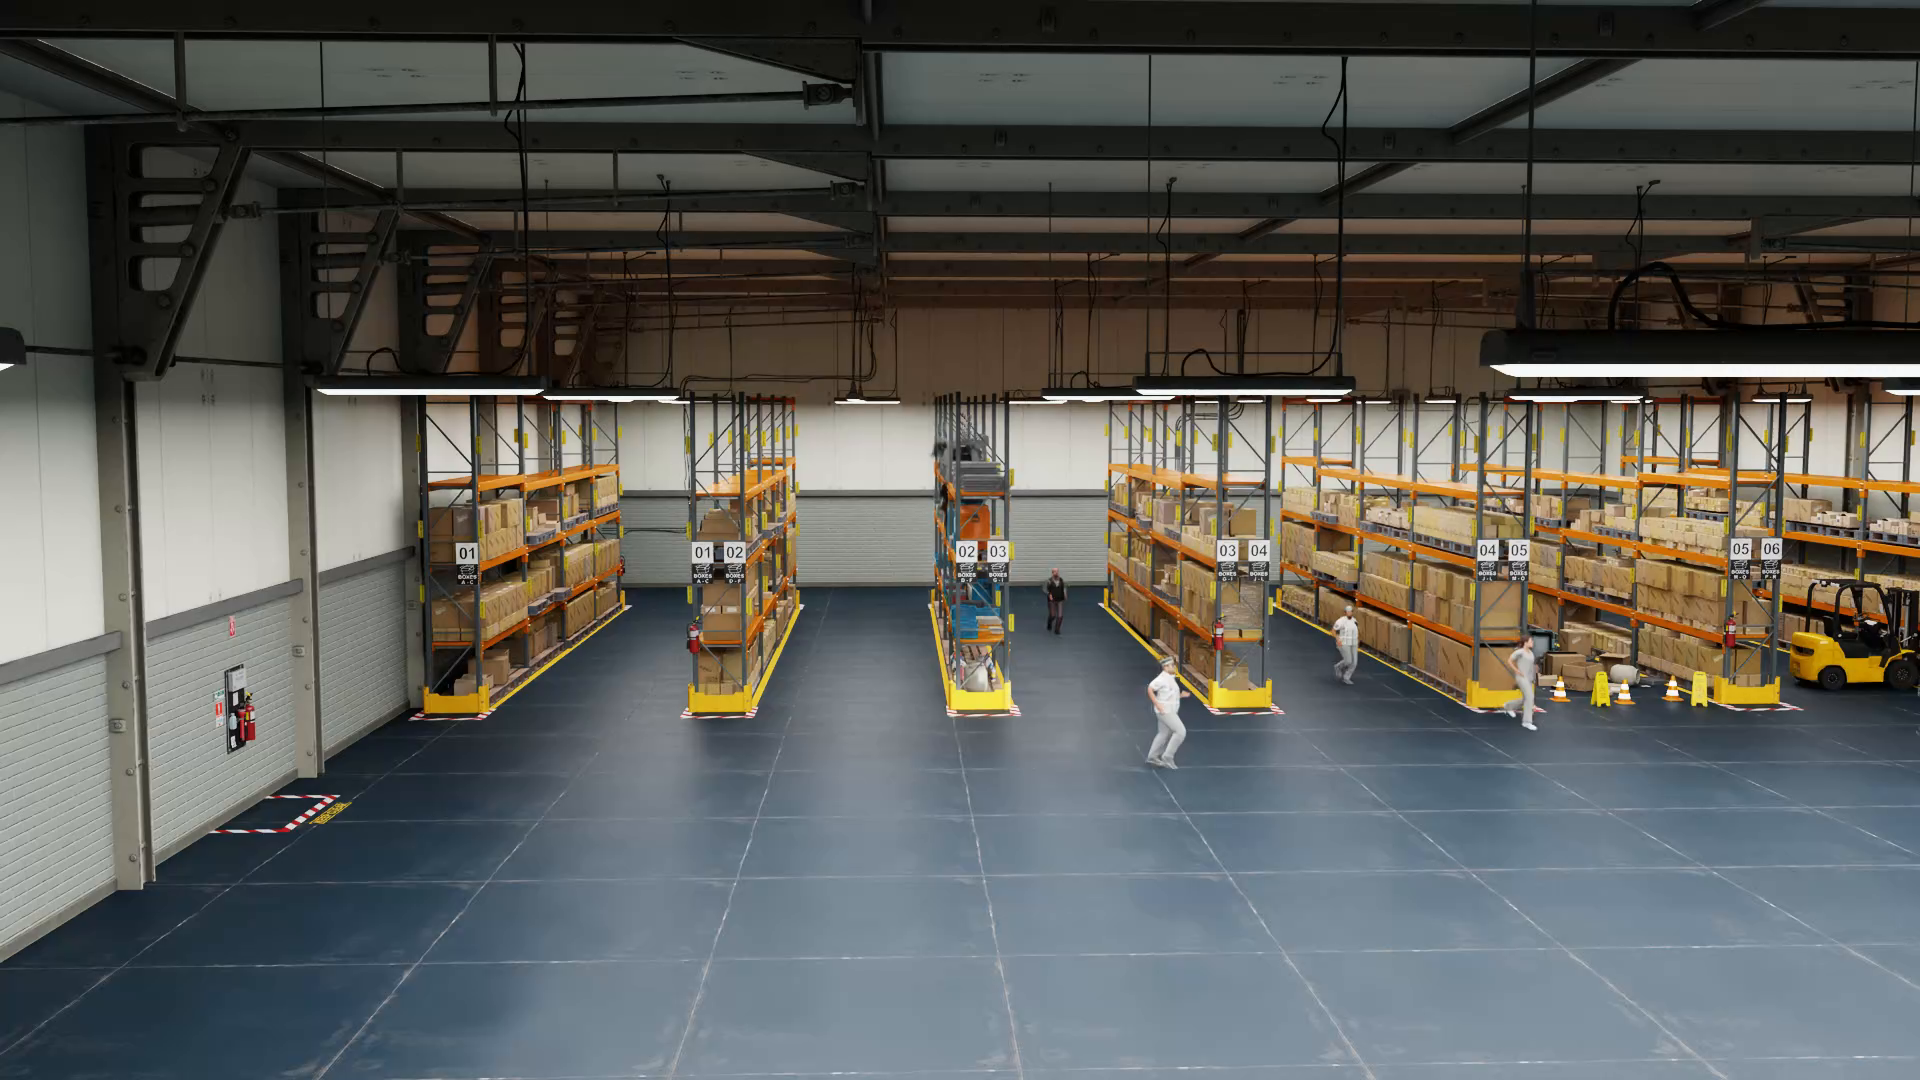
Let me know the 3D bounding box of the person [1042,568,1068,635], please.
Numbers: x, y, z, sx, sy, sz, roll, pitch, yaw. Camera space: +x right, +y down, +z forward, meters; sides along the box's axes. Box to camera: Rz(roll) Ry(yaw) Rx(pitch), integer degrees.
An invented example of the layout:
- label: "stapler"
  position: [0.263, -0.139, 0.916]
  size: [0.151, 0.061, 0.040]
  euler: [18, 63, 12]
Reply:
- label: "person"
  position: [2.415, 1.536, 41.840]
  size: [0.658, 1.672, 0.608]
  euler: [-1, 5, -12]

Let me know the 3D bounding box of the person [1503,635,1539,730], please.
- label: "person"
  position: [10.156, 2.525, 29.954]
  size: [0.594, 1.655, 0.872]
  euler: [-4, 6, -39]

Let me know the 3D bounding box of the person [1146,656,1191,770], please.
- label: "person"
  position: [3.310, 2.735, 26.353]
  size: [0.686, 1.811, 0.646]
  euler: [1, 5, 12]

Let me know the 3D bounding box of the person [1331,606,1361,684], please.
- label: "person"
  position: [8.028, 2.168, 34.363]
  size: [0.607, 1.624, 0.547]
  euler: [-2, 5, -19]
